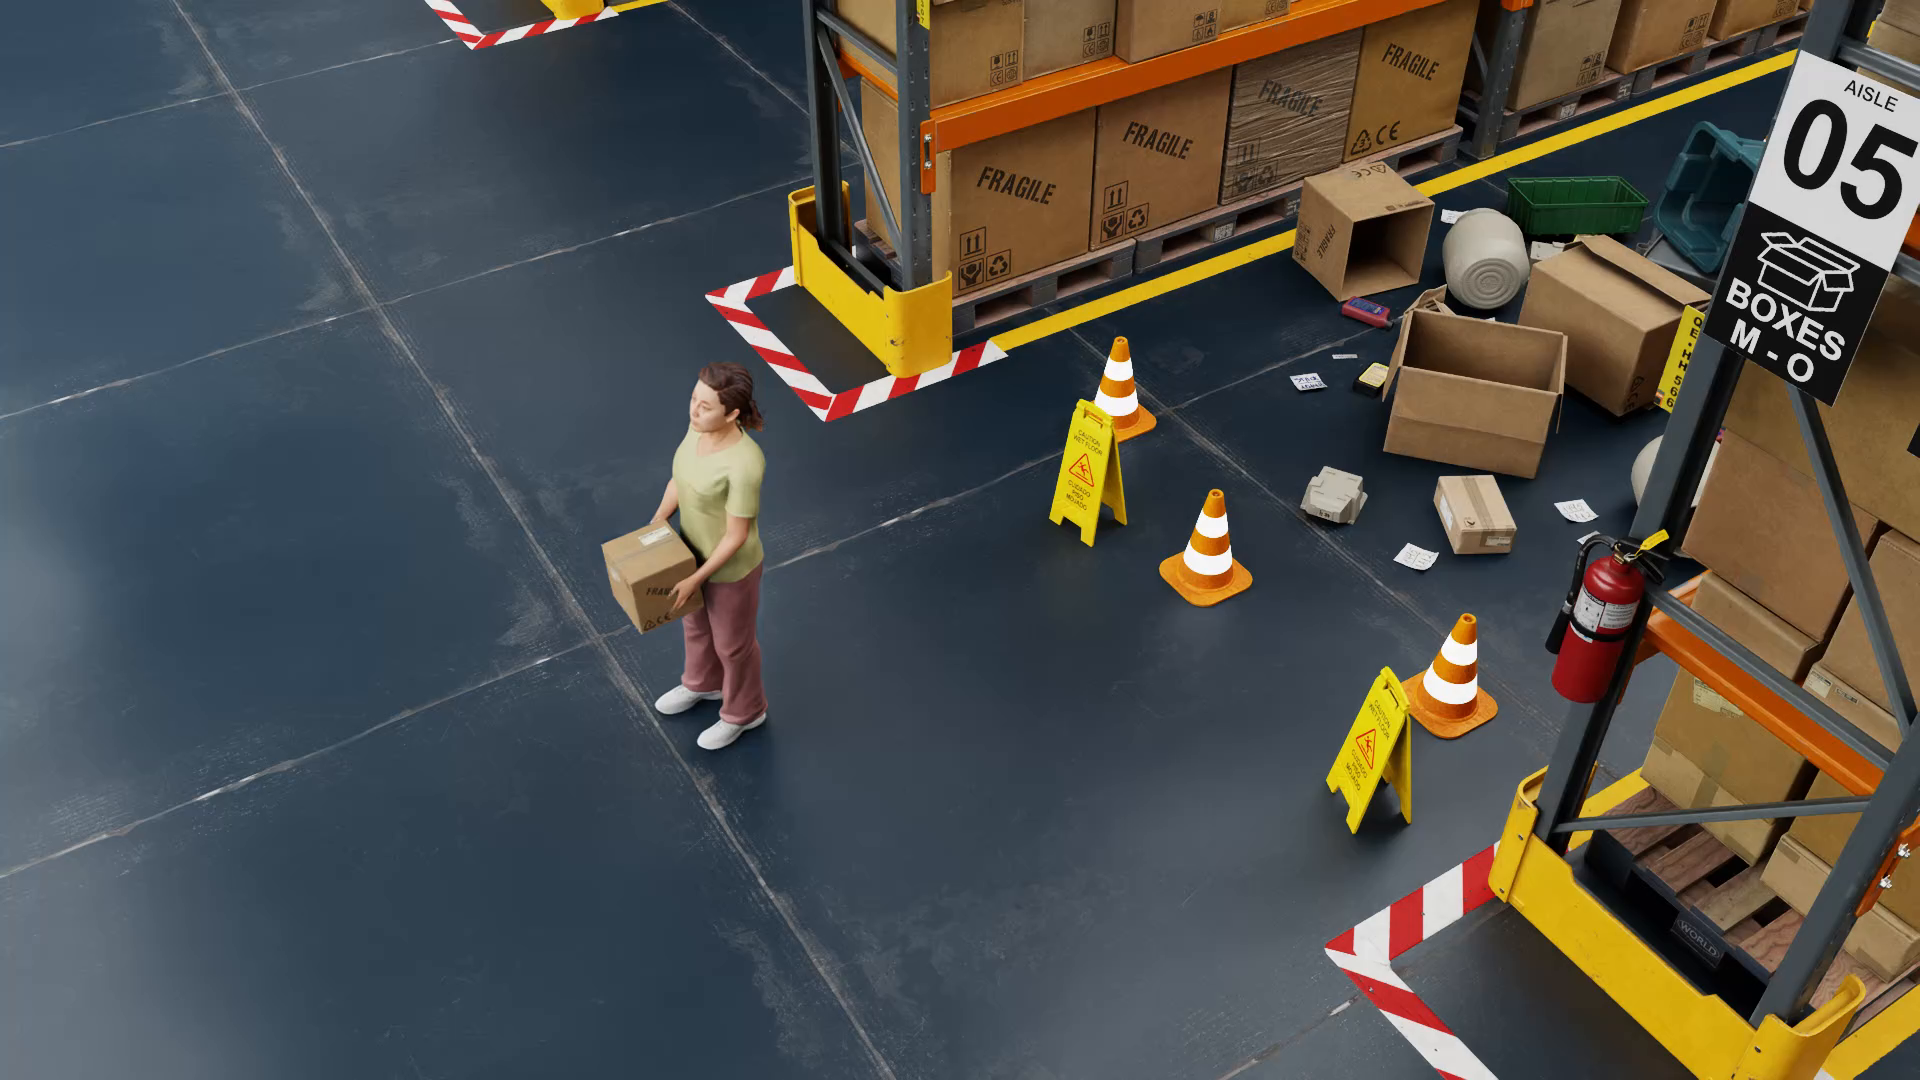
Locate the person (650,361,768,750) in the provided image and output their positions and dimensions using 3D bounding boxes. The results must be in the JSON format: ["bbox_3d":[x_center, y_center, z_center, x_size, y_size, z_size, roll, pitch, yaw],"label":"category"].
[{"bbox_3d":[-0.898,0.076,6.070,0.489,1.677,0.477,-24,46,-25],"label":"person"}]
